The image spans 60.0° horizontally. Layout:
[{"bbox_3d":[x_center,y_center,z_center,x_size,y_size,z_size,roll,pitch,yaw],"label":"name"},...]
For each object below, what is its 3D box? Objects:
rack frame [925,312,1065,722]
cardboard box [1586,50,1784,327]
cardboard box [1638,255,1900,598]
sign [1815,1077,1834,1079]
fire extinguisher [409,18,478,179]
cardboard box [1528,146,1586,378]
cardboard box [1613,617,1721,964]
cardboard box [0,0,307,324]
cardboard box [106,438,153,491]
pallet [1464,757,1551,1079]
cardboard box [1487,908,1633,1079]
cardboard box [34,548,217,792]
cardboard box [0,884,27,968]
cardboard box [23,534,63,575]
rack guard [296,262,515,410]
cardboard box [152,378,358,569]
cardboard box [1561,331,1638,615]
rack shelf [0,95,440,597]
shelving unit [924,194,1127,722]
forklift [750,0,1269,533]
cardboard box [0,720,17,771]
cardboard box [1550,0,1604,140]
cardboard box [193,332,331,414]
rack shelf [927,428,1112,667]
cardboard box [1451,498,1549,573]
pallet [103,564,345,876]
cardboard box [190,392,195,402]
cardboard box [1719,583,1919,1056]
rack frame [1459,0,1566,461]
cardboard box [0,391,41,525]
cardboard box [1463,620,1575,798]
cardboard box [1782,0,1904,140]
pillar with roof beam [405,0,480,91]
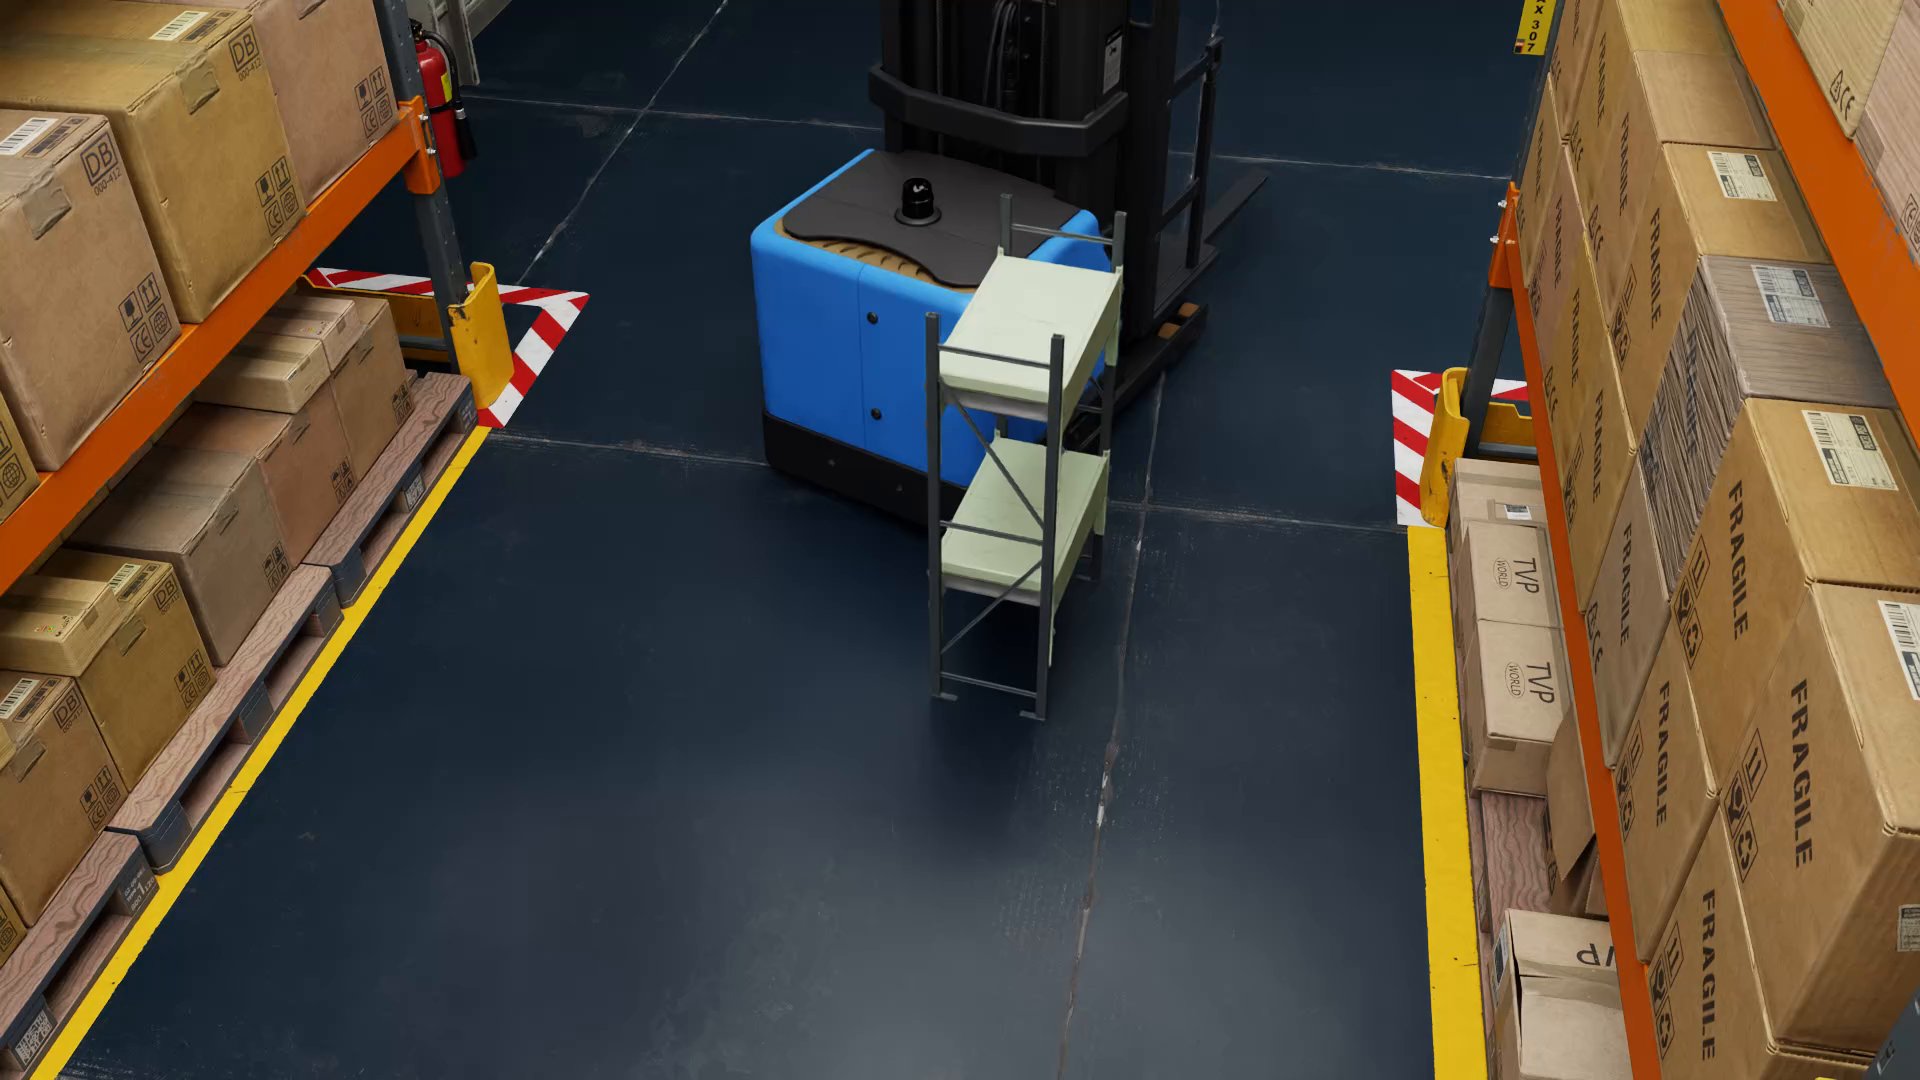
[{"bbox_3d":[0.096,-0.018,5.095,0.400,1.500,0.023,12,41,14],"label":"rack frame"},{"bbox_3d":[1.863,-0.834,4.041,0.500,0.500,0.500,7,40,8],"label":"cardboard box"},{"bbox_3d":[1.688,-0.199,3.274,0.500,0.500,0.500,7,40,8],"label":"cardboard box"},{"bbox_3d":[1.146,0.820,2.225,0.100,0.325,0.005,6,40,8],"label":"sign"},{"bbox_3d":[-2.025,-1.716,6.325,0.296,0.674,0.183,6,40,8],"label":"fire extinguisher"},{"bbox_3d":[1.954,-0.766,4.744,0.500,0.500,0.500,6,40,7],"label":"cardboard box"},{"bbox_3d":[1.604,0.504,3.207,0.500,0.500,0.500,7,40,9],"label":"cardboard box"},{"bbox_3d":[-2.699,-1.182,5.090,0.980,0.700,0.700,6,40,7],"label":"cardboard box"},{"bbox_3d":[-2.877,-0.309,5.393,0.380,0.149,0.250,7,40,8],"label":"cardboard box"},{"bbox_3d":[2.011,1.085,4.773,1.003,0.211,1.213,6,40,8],"label":"pallet"},{"bbox_3d":[1.631,1.216,4.190,0.500,0.311,0.500,6,40,8],"label":"cardboard box"},{"bbox_3d":[-2.786,0.372,5.079,0.700,0.500,0.500,7,40,9],"label":"cardboard box"},{"bbox_3d":[-2.967,1.008,4.309,0.700,0.500,0.500,7,40,8],"label":"cardboard box"},{"bbox_3d":[-2.965,0.011,5.006,0.380,0.149,0.250,6,40,7],"label":"cardboard box"},{"bbox_3d":[-2.501,-0.897,6.943,1.175,0.500,0.348,6,40,8],"label":"rack guard"},{"bbox_3d":[-2.615,-0.280,5.866,0.700,0.500,0.500,6,40,8],"label":"cardboard box"},{"bbox_3d":[1.776,-0.138,3.985,0.500,0.500,0.500,7,40,8],"label":"cardboard box"},{"bbox_3d":[-2.852,-0.313,4.839,1.077,0.370,4.000,6,40,8],"label":"rack shelf"},{"bbox_3d":[0.208,-0.240,5.363,0.431,1.500,0.755,12,41,14],"label":"shelving unit"},{"bbox_3d":[0.430,-2.040,6.417,1.130,2.935,3.031,21,44,24],"label":"forklift"},{"bbox_3d":[-2.728,0.564,4.337,0.380,0.149,0.250,8,40,9],"label":"cardboard box"},{"bbox_3d":[2.038,-1.476,4.818,0.500,0.500,0.500,8,40,9],"label":"cardboard box"},{"bbox_3d":[-2.414,-0.582,5.724,0.380,0.149,0.250,7,40,9],"label":"cardboard box"},{"bbox_3d":[0.208,0.011,5.571,0.431,0.370,0.720,12,41,14],"label":"rack shelf"},{"bbox_3d":[1.920,0.003,5.771,0.380,0.166,0.250,6,40,8],"label":"cardboard box"},{"bbox_3d":[-2.780,0.503,5.476,1.003,0.211,1.213,6,40,8],"label":"pallet"},{"bbox_3d":[-2.790,-0.626,5.776,0.380,0.149,0.250,6,40,8],"label":"cardboard box"},{"bbox_3d":[1.514,0.439,2.502,0.500,0.500,0.500,7,40,8],"label":"cardboard box"},{"bbox_3d":[2.374,-1.302,5.470,1.000,3.000,0.127,6,40,8],"label":"rack frame"},{"bbox_3d":[-2.956,-0.247,3.959,0.980,0.700,0.700,5,40,7],"label":"cardboard box"},{"bbox_3d":[1.828,0.526,5.072,0.500,0.250,0.500,6,40,8],"label":"cardboard box"},{"bbox_3d":[1.679,-0.851,2.689,0.500,0.250,0.500,6,40,8],"label":"cardboard box"},{"bbox_3d":[1.350,-5.473,5.807,9.100,9.000,0.400,6,40,8],"label":"pillar with roof beam"}]
